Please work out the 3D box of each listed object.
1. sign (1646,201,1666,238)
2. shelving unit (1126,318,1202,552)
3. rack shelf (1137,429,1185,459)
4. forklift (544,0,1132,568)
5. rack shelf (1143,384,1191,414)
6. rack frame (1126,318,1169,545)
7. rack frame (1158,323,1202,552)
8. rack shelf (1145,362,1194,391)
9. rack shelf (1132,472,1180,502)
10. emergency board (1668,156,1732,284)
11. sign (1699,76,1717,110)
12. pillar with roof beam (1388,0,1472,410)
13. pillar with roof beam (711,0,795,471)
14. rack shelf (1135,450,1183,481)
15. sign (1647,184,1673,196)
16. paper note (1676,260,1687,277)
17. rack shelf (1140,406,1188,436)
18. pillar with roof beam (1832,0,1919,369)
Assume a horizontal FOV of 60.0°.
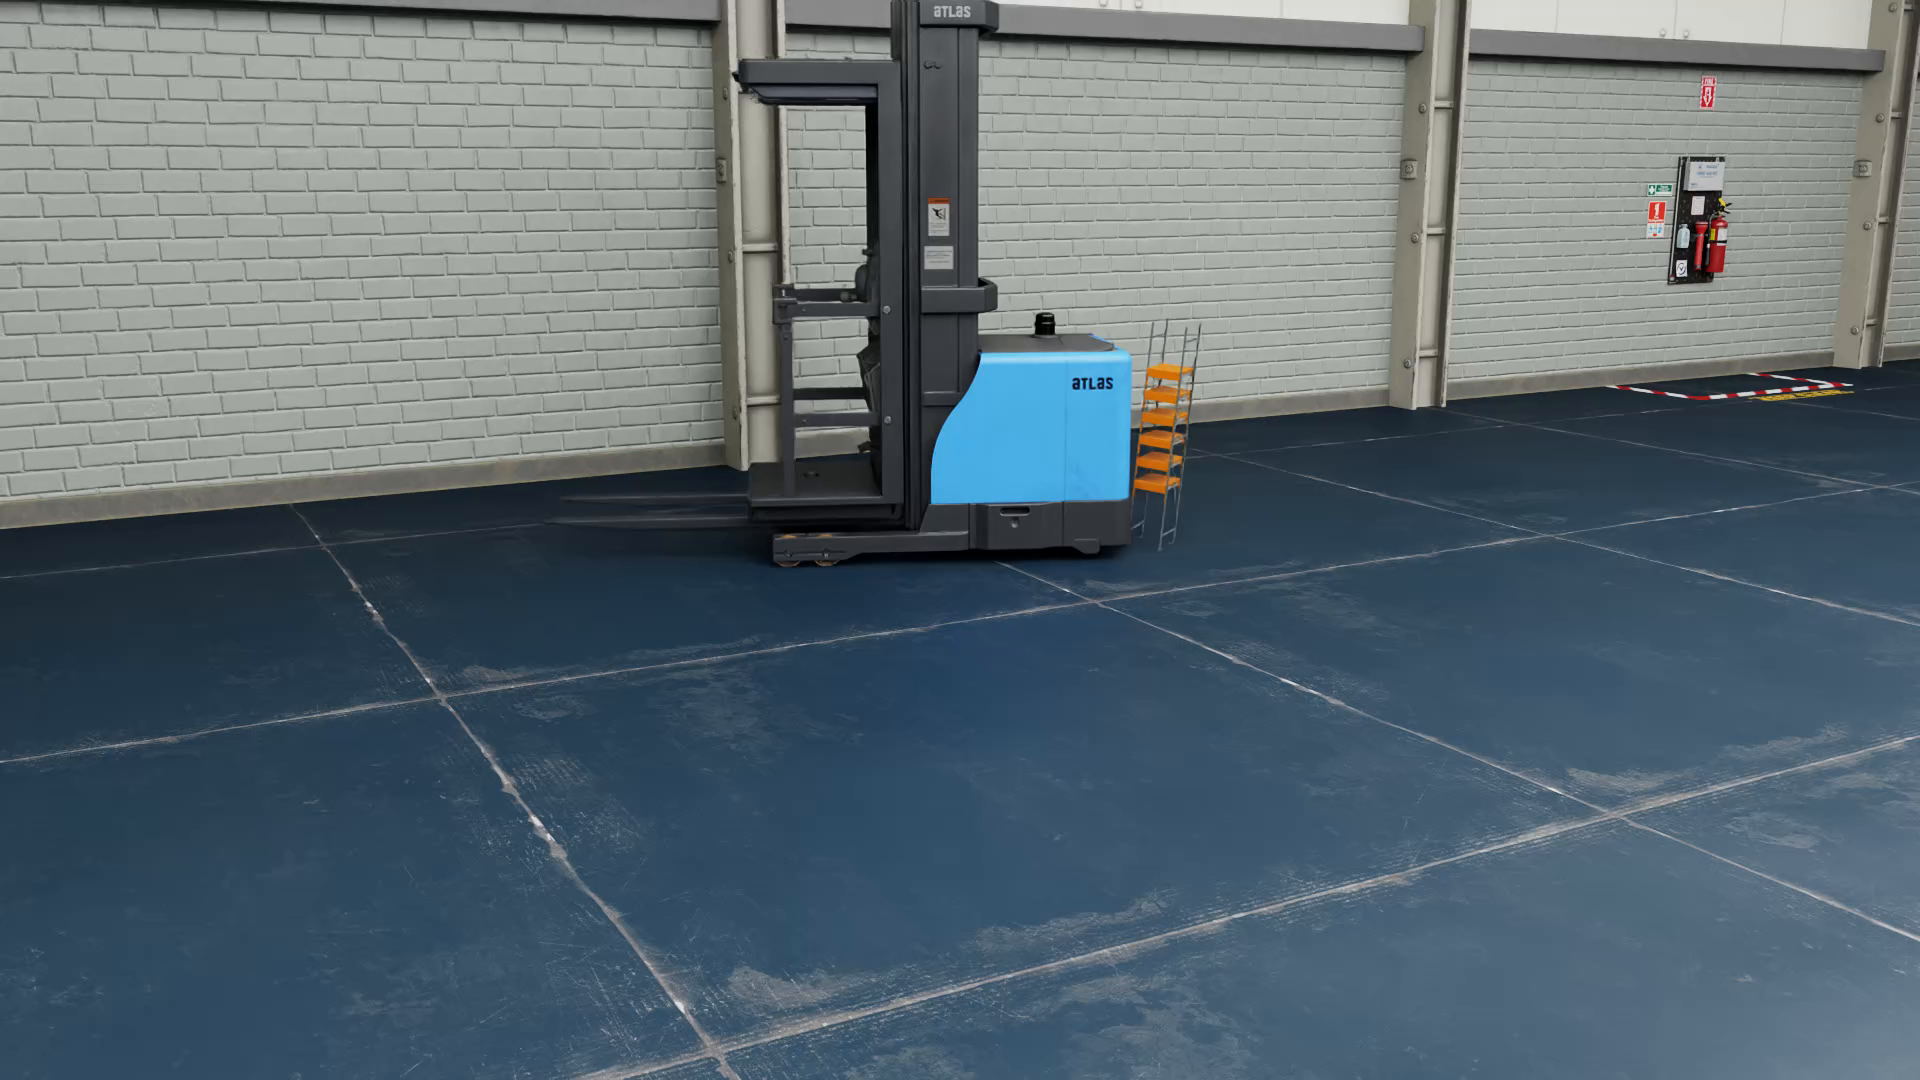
[{"bbox_3d":[6.440,-2.967,15.380,0.234,0.329,0.001,-7,14,-28],"label":"sign"},{"bbox_3d":[1.080,-0.557,8.819,0.189,1.200,0.258,12,17,25],"label":"shelving unit"},{"bbox_3d":[1.076,-0.514,8.830,0.180,0.103,0.258,12,17,25],"label":"rack shelf"},{"bbox_3d":[-0.656,-1.411,8.704,3.031,2.935,1.130,-1,13,-6],"label":"forklift"},{"bbox_3d":[1.096,-0.745,8.768,0.180,0.103,0.258,12,17,25],"label":"rack shelf"},{"bbox_3d":[0.998,-0.574,8.857,0.006,1.200,0.240,12,17,25],"label":"rack frame"},{"bbox_3d":[1.161,-0.539,8.781,0.006,1.200,0.240,12,17,25],"label":"rack frame"},{"bbox_3d":[1.107,-0.860,8.736,0.180,0.103,0.258,12,17,25],"label":"rack shelf"},{"bbox_3d":[1.055,-0.283,8.893,0.180,0.103,0.258,12,17,25],"label":"rack shelf"},{"bbox_3d":[6.975,-2.988,15.554,0.643,1.169,0.194,-7,14,-28],"label":"emergency board"},{"bbox_3d":[6.920,-4.137,15.381,0.199,0.298,0.001,-7,14,-28],"label":"sign"},{"bbox_3d":[5.958,-4.706,9.526,0.400,9.000,9.100,-7,14,-28],"label":"pillar with roof beam"},{"bbox_3d":[0.692,-4.075,6.722,0.400,9.000,9.100,-7,14,-28],"label":"pillar with roof beam"},{"bbox_3d":[1.066,-0.398,8.861,0.180,0.103,0.258,12,17,25],"label":"rack shelf"},{"bbox_3d":[6.448,-3.224,15.316,0.331,0.109,0.001,-7,14,-28],"label":"sign"},{"bbox_3d":[6.786,-2.553,15.627,0.142,0.148,0.016,-7,14,-28],"label":"paper note"},{"bbox_3d":[1.086,-0.629,8.799,0.180,0.103,0.258,12,17,25],"label":"rack shelf"},{"bbox_3d":[11.225,-5.338,12.331,0.400,9.000,9.100,-7,14,-28],"label":"pillar with roof beam"}]
